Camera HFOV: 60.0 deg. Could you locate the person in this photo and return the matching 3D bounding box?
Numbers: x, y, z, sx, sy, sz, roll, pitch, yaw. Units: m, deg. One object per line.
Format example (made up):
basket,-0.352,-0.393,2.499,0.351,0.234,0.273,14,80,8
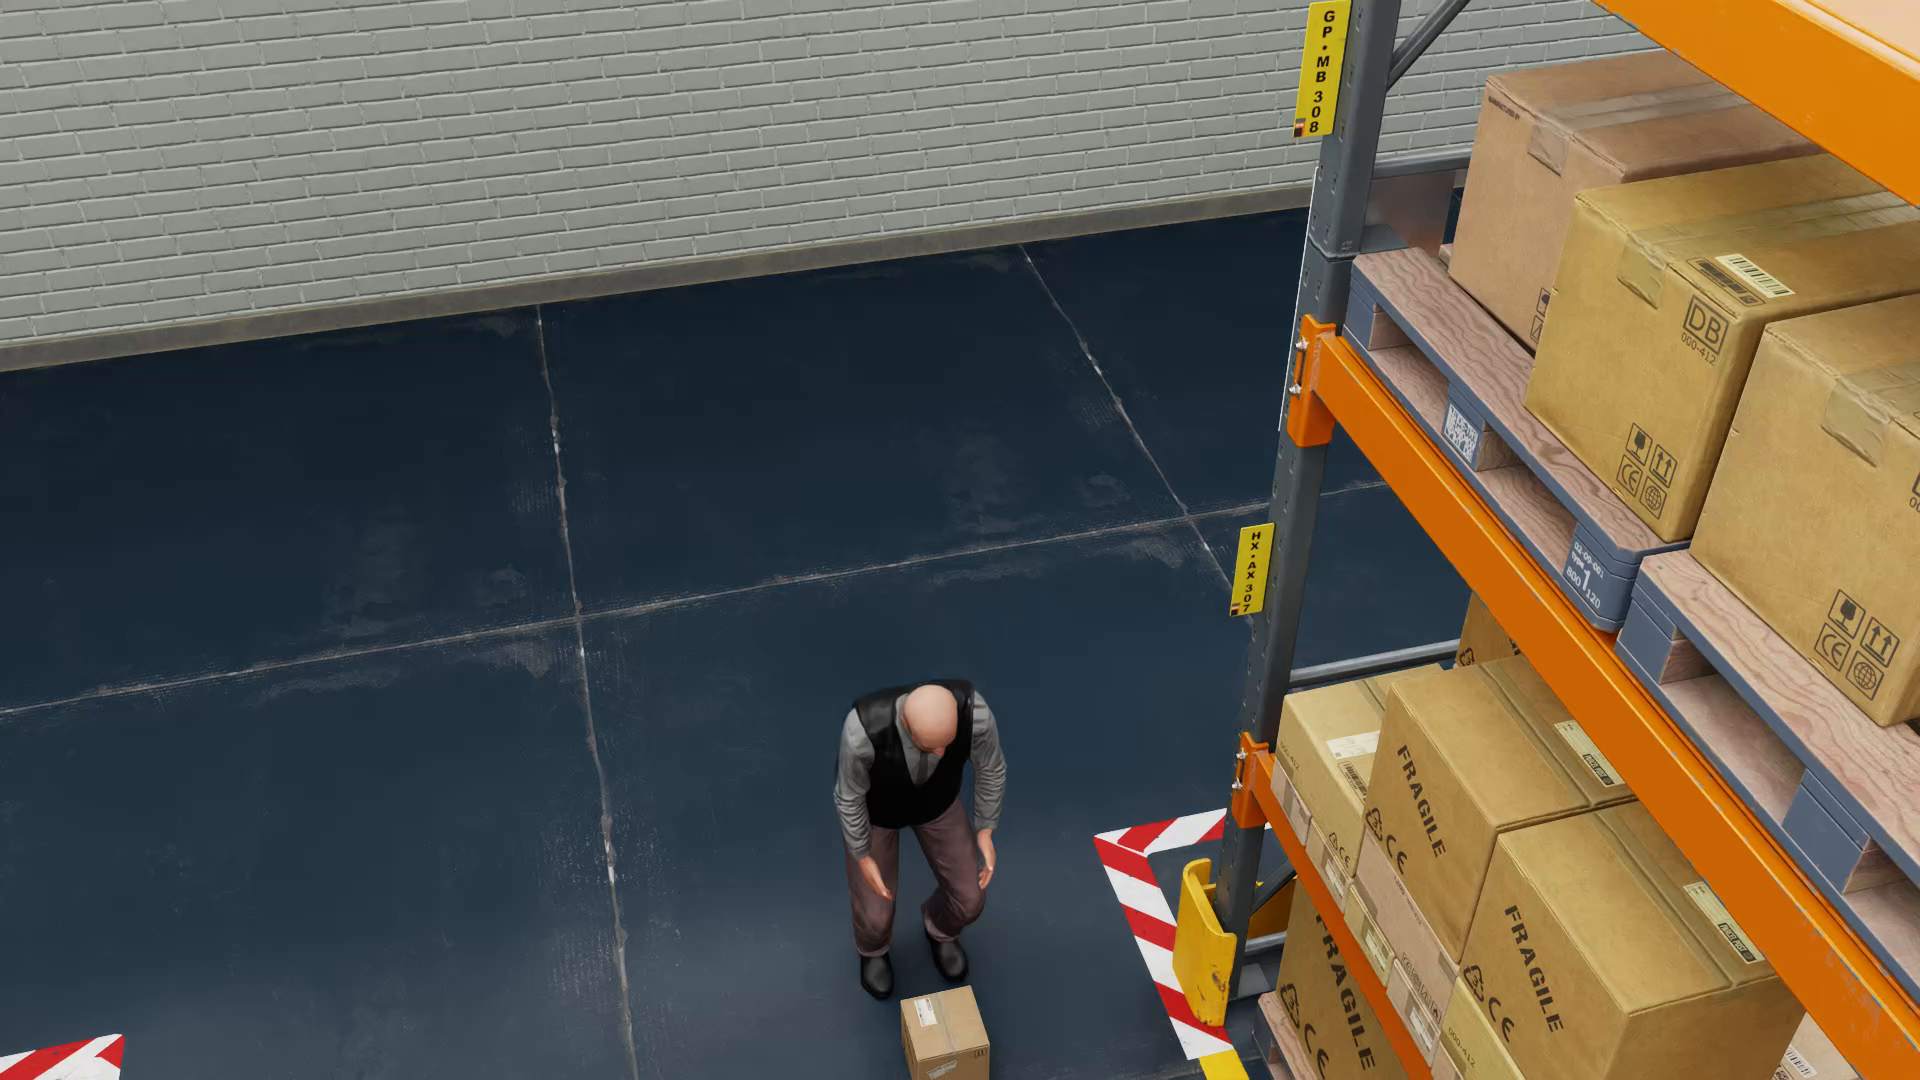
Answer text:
person,-0.144,0.950,5.674,0.586,1.538,0.602,-9,39,-11
